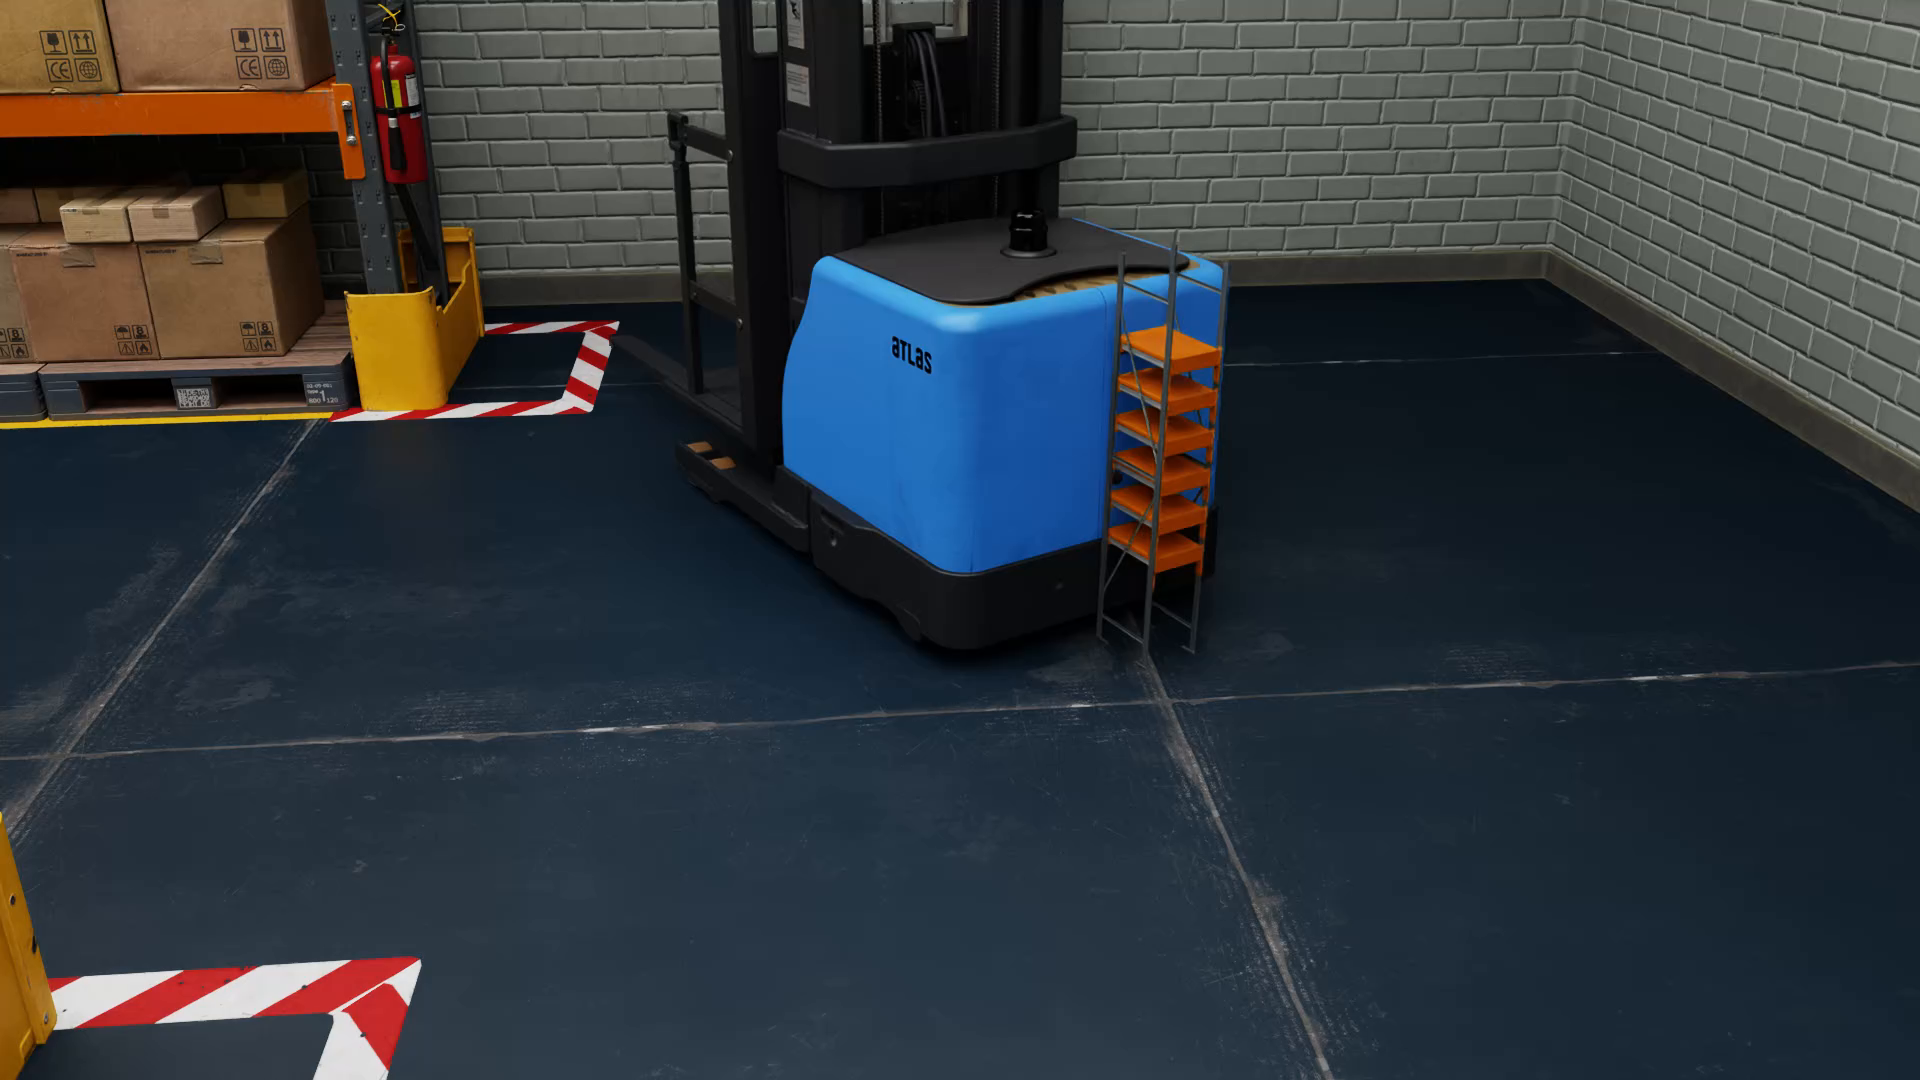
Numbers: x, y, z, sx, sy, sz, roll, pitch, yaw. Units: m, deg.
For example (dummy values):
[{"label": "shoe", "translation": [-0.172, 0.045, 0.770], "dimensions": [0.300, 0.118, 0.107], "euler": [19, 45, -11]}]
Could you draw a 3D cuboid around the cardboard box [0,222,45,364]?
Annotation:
[{"label": "cardboard box", "translation": [-4.109, -1.088, 7.065], "dimensions": [0.500, 0.500, 0.700], "euler": [-3, 24, -7]}]

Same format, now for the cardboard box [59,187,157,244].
[{"label": "cardboard box", "translation": [-3.475, -1.335, 6.823], "dimensions": [0.250, 0.149, 0.380], "euler": [-2, 24, -4]}]

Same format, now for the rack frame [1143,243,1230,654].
[{"label": "rack frame", "translation": [0.646, -0.244, 4.809], "dimensions": [0.006, 1.200, 0.240], "euler": [-15, 30, -30]}]

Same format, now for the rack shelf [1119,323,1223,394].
[{"label": "rack shelf", "translation": [0.575, -0.508, 4.627], "dimensions": [0.180, 0.103, 0.258], "euler": [-15, 30, -30]}]

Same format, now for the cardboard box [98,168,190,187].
[{"label": "cardboard box", "translation": [-3.510, -1.490, 7.170], "dimensions": [0.250, 0.149, 0.380], "euler": [-2, 24, -5]}]

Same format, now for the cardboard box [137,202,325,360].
[{"label": "cardboard box", "translation": [-3.111, -1.128, 7.155], "dimensions": [0.500, 0.500, 0.700], "euler": [-2, 24, -5]}]

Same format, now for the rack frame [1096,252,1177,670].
[{"label": "rack frame", "translation": [0.493, -0.203, 4.718], "dimensions": [0.006, 1.200, 0.240], "euler": [-15, 30, -30]}]

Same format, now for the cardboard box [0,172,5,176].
[{"label": "cardboard box", "translation": [-4.268, -1.459, 7.101], "dimensions": [0.250, 0.149, 0.380], "euler": [-2, 24, -5]}]

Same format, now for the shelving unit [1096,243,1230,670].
[{"label": "shelving unit", "translation": [0.570, -0.223, 4.763], "dimensions": [0.189, 1.200, 0.258], "euler": [-15, 30, -30]}]

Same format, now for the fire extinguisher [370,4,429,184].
[{"label": "fire extinguisher", "translation": [-2.229, -1.760, 6.572], "dimensions": [0.183, 0.674, 0.296], "euler": [-2, 24, -5]}]

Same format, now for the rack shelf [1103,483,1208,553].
[{"label": "rack shelf", "translation": [0.567, -0.075, 4.835], "dimensions": [0.180, 0.103, 0.258], "euler": [-15, 30, -30]}]

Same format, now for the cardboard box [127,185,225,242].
[{"label": "cardboard box", "translation": [-3.221, -1.346, 6.846], "dimensions": [0.250, 0.149, 0.380], "euler": [-3, 24, -6]}]

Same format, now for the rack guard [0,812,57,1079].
[{"label": "rack guard", "translation": [-2.009, 1.001, 2.883], "dimensions": [0.348, 0.500, 1.175], "euler": [-2, 24, -5]}]

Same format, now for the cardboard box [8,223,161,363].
[{"label": "cardboard box", "translation": [-3.609, -1.108, 7.110], "dimensions": [0.500, 0.500, 0.700], "euler": [-2, 24, -5]}]

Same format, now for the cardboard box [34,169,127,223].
[{"label": "cardboard box", "translation": [-3.759, -1.480, 7.148], "dimensions": [0.250, 0.149, 0.380], "euler": [-2, 24, -5]}]

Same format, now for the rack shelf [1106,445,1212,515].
[{"label": "rack shelf", "translation": [0.569, -0.183, 4.783], "dimensions": [0.180, 0.103, 0.258], "euler": [-15, 30, -30]}]

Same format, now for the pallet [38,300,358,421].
[{"label": "pallet", "translation": [-3.212, -0.809, 7.310], "dimensions": [1.213, 0.211, 1.003], "euler": [-2, 24, -5]}]

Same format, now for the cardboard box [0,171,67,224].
[{"label": "cardboard box", "translation": [-4.012, -1.469, 7.125], "dimensions": [0.250, 0.149, 0.380], "euler": [-2, 24, -4]}]

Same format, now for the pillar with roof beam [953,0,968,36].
[{"label": "pillar with roof beam", "translation": [0.601, -3.605, 2.782], "dimensions": [0.400, 9.000, 9.100], "euler": [-2, 24, -5]}]

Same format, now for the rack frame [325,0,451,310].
[{"label": "rack frame", "translation": [-2.424, -2.147, 6.887], "dimensions": [0.127, 3.000, 1.000], "euler": [-2, 24, -5]}]

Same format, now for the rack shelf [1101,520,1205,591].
[{"label": "rack shelf", "translation": [0.564, 0.033, 4.887], "dimensions": [0.180, 0.103, 0.258], "euler": [-15, 30, -30]}]

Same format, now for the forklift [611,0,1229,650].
[{"label": "forklift", "translation": [-0.404, -1.568, 5.669], "dimensions": [1.130, 2.935, 3.031], "euler": [-15, 28, -30]}]

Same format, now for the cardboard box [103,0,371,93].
[{"label": "cardboard box", "translation": [-2.931, -2.259, 6.771], "dimensions": [0.700, 0.700, 0.980], "euler": [-1, 24, -3]}]

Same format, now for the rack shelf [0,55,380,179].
[{"label": "rack shelf", "translation": [-4.415, -1.738, 6.853], "dimensions": [4.000, 0.370, 1.077], "euler": [-2, 24, -5]}]

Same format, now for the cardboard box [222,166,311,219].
[{"label": "cardboard box", "translation": [-3.006, -1.510, 7.217], "dimensions": [0.250, 0.149, 0.380], "euler": [-2, 24, -5]}]

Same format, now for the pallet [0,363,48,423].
[{"label": "pallet", "translation": [-4.424, -0.762, 7.203], "dimensions": [1.213, 0.211, 1.003], "euler": [-2, 24, -5]}]

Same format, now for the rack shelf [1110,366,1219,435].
[{"label": "rack shelf", "translation": [0.573, -0.399, 4.679], "dimensions": [0.180, 0.103, 0.258], "euler": [-15, 30, -30]}]

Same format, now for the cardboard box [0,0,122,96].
[{"label": "cardboard box", "translation": [-3.654, -2.226, 6.695], "dimensions": [0.700, 0.700, 0.980], "euler": [-2, 24, -6]}]

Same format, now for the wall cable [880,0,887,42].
[{"label": "wall cable", "translation": [-1.243, -3.044, 7.656], "dimensions": [1.851, 1.984, 0.084], "euler": [-2, 24, -5]}]

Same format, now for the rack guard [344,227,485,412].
[{"label": "rack guard", "translation": [-2.400, -1.005, 7.397], "dimensions": [0.348, 0.500, 1.175], "euler": [-2, 24, -5]}]

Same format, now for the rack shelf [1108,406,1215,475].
[{"label": "rack shelf", "translation": [0.571, -0.291, 4.731], "dimensions": [0.180, 0.103, 0.258], "euler": [-15, 30, -30]}]
